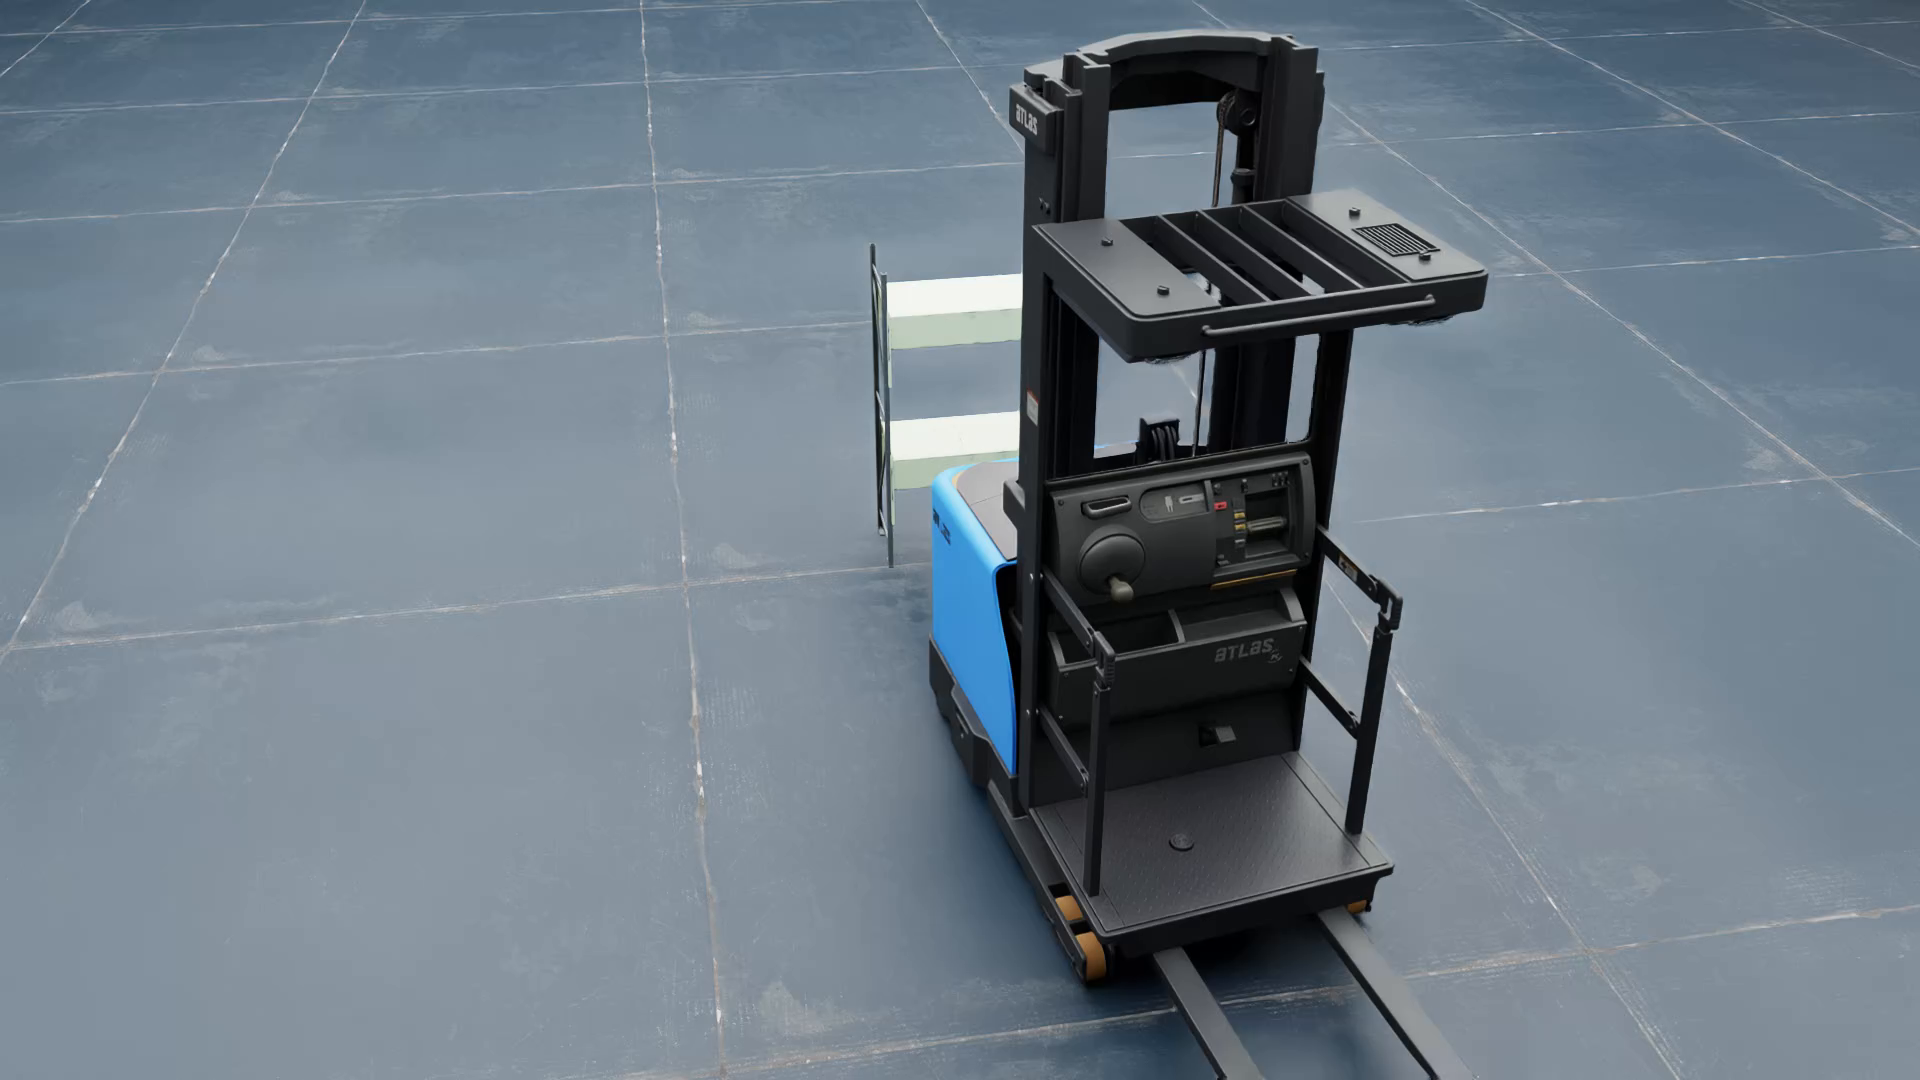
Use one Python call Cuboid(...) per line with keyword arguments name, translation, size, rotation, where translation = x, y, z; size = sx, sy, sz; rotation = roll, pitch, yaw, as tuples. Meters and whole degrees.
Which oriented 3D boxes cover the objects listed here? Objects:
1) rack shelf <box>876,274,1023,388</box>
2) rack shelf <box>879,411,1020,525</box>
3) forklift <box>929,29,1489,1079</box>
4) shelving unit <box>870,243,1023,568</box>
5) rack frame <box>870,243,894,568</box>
Cuboid(name="rack shelf", translation=(-0.007, -0.982, 7.671), size=(0.720, 0.370, 0.431), rotation=(-5, 31, -9))
Cuboid(name="rack shelf", translation=(-0.007, -0.365, 8.034), size=(0.720, 0.370, 0.431), rotation=(-5, 31, -9))
Cuboid(name="forklift", translation=(0.821, 0.012, 5.338), size=(1.130, 2.935, 3.031), rotation=(-10, 32, -16))
Cuboid(name="shelving unit", translation=(-0.007, -0.646, 7.869), size=(0.755, 1.500, 0.431), rotation=(-5, 31, -9))
Cuboid(name="rack frame", translation=(-0.367, -0.612, 7.812), size=(0.023, 1.500, 0.400), rotation=(-5, 31, -9))
